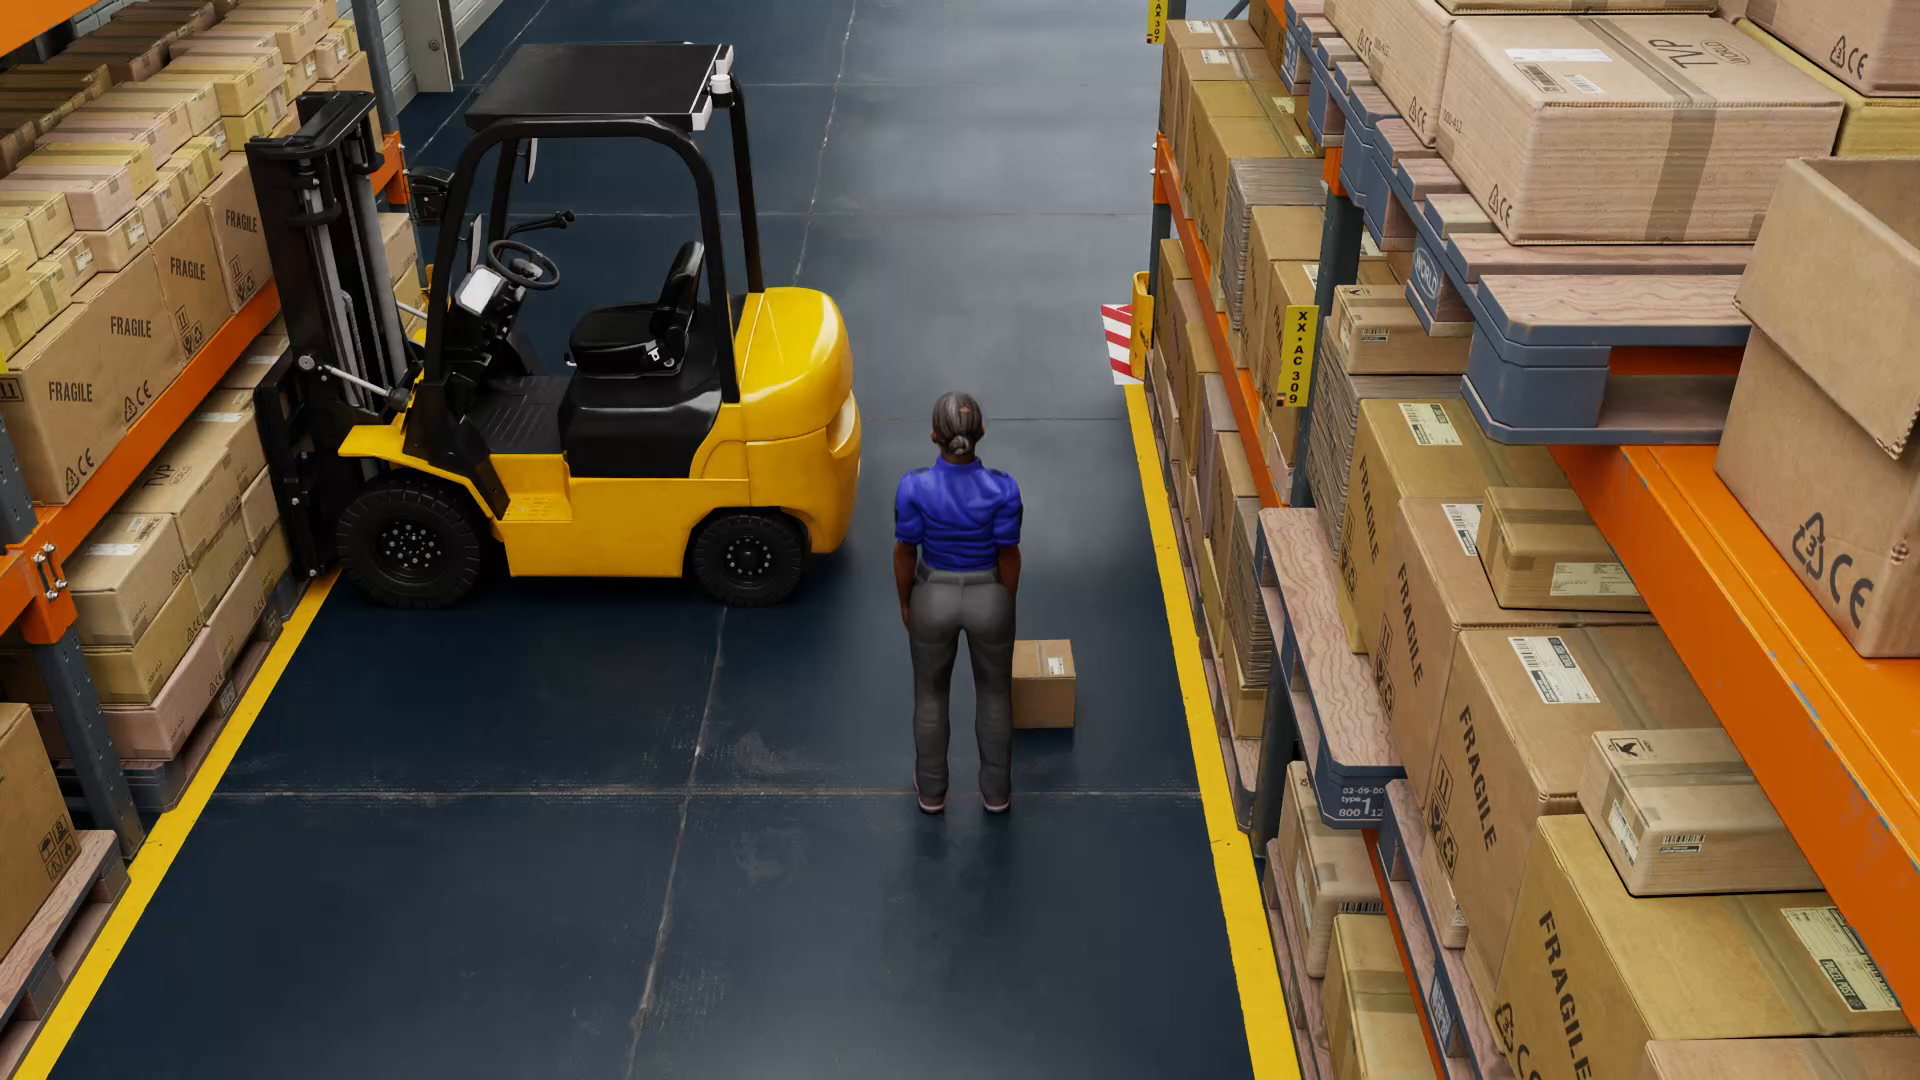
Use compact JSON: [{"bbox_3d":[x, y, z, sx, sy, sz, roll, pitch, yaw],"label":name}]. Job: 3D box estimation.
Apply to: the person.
[{"bbox_3d":[-0.009,0.231,5.771,0.437,1.657,0.300,1,32,1],"label":"person"}]
